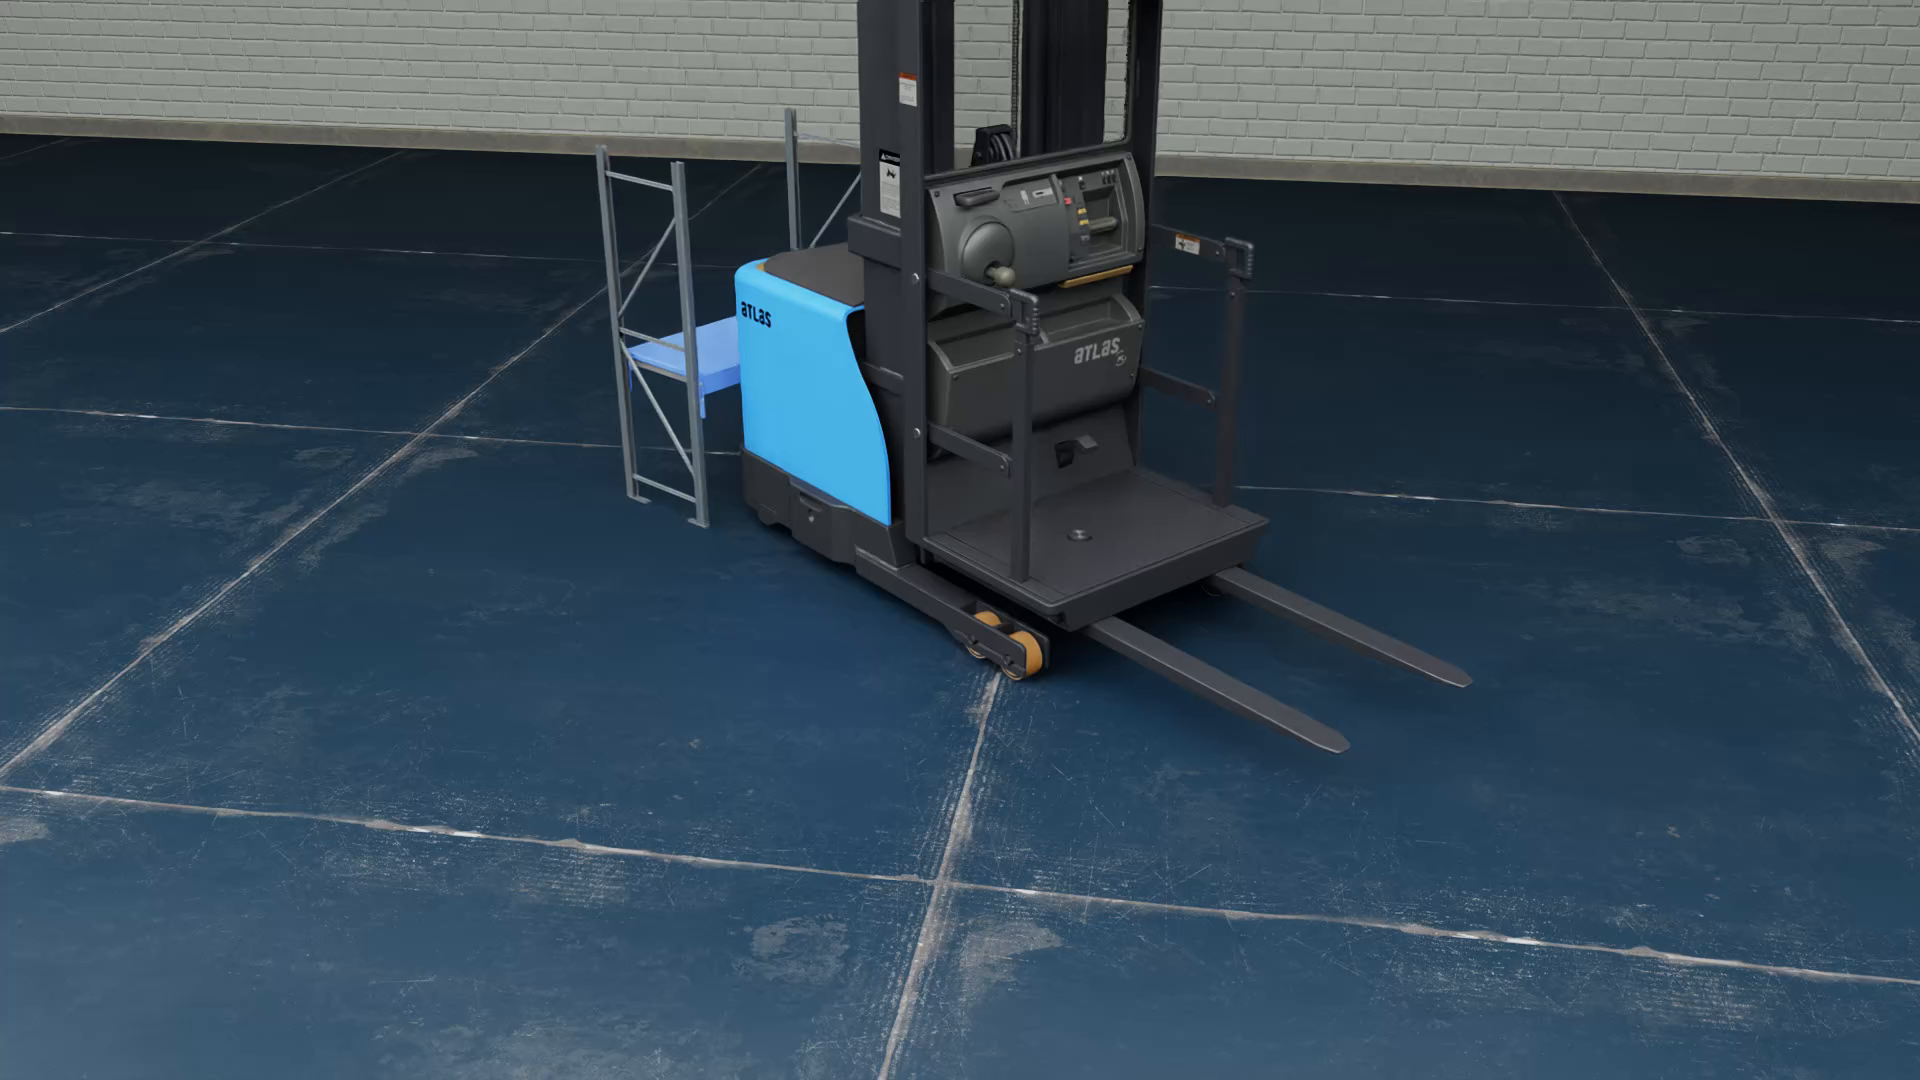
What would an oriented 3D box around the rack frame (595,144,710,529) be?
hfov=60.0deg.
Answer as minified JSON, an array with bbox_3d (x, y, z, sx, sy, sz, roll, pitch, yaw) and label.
[{"bbox_3d":[-1.232,-0.801,6.691,0.500,1.500,0.032,20,32,37],"label":"rack frame"}]

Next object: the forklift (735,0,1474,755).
[{"bbox_3d":[0.416,-1.085,5.611,1.130,2.935,3.031,-19,31,-35],"label":"forklift"}]

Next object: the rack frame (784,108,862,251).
[{"bbox_3d":[-0.564,-1.126,7.386,0.500,1.500,0.032,20,32,37],"label":"rack frame"}]

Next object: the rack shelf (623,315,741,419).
[{"bbox_3d":[-0.898,-0.800,7.115,0.538,0.185,1.000,20,32,37],"label":"rack shelf"}]

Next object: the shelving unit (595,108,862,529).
[{"bbox_3d":[-0.898,-0.963,7.039,0.538,1.500,1.048,20,32,37],"label":"shelving unit"}]
